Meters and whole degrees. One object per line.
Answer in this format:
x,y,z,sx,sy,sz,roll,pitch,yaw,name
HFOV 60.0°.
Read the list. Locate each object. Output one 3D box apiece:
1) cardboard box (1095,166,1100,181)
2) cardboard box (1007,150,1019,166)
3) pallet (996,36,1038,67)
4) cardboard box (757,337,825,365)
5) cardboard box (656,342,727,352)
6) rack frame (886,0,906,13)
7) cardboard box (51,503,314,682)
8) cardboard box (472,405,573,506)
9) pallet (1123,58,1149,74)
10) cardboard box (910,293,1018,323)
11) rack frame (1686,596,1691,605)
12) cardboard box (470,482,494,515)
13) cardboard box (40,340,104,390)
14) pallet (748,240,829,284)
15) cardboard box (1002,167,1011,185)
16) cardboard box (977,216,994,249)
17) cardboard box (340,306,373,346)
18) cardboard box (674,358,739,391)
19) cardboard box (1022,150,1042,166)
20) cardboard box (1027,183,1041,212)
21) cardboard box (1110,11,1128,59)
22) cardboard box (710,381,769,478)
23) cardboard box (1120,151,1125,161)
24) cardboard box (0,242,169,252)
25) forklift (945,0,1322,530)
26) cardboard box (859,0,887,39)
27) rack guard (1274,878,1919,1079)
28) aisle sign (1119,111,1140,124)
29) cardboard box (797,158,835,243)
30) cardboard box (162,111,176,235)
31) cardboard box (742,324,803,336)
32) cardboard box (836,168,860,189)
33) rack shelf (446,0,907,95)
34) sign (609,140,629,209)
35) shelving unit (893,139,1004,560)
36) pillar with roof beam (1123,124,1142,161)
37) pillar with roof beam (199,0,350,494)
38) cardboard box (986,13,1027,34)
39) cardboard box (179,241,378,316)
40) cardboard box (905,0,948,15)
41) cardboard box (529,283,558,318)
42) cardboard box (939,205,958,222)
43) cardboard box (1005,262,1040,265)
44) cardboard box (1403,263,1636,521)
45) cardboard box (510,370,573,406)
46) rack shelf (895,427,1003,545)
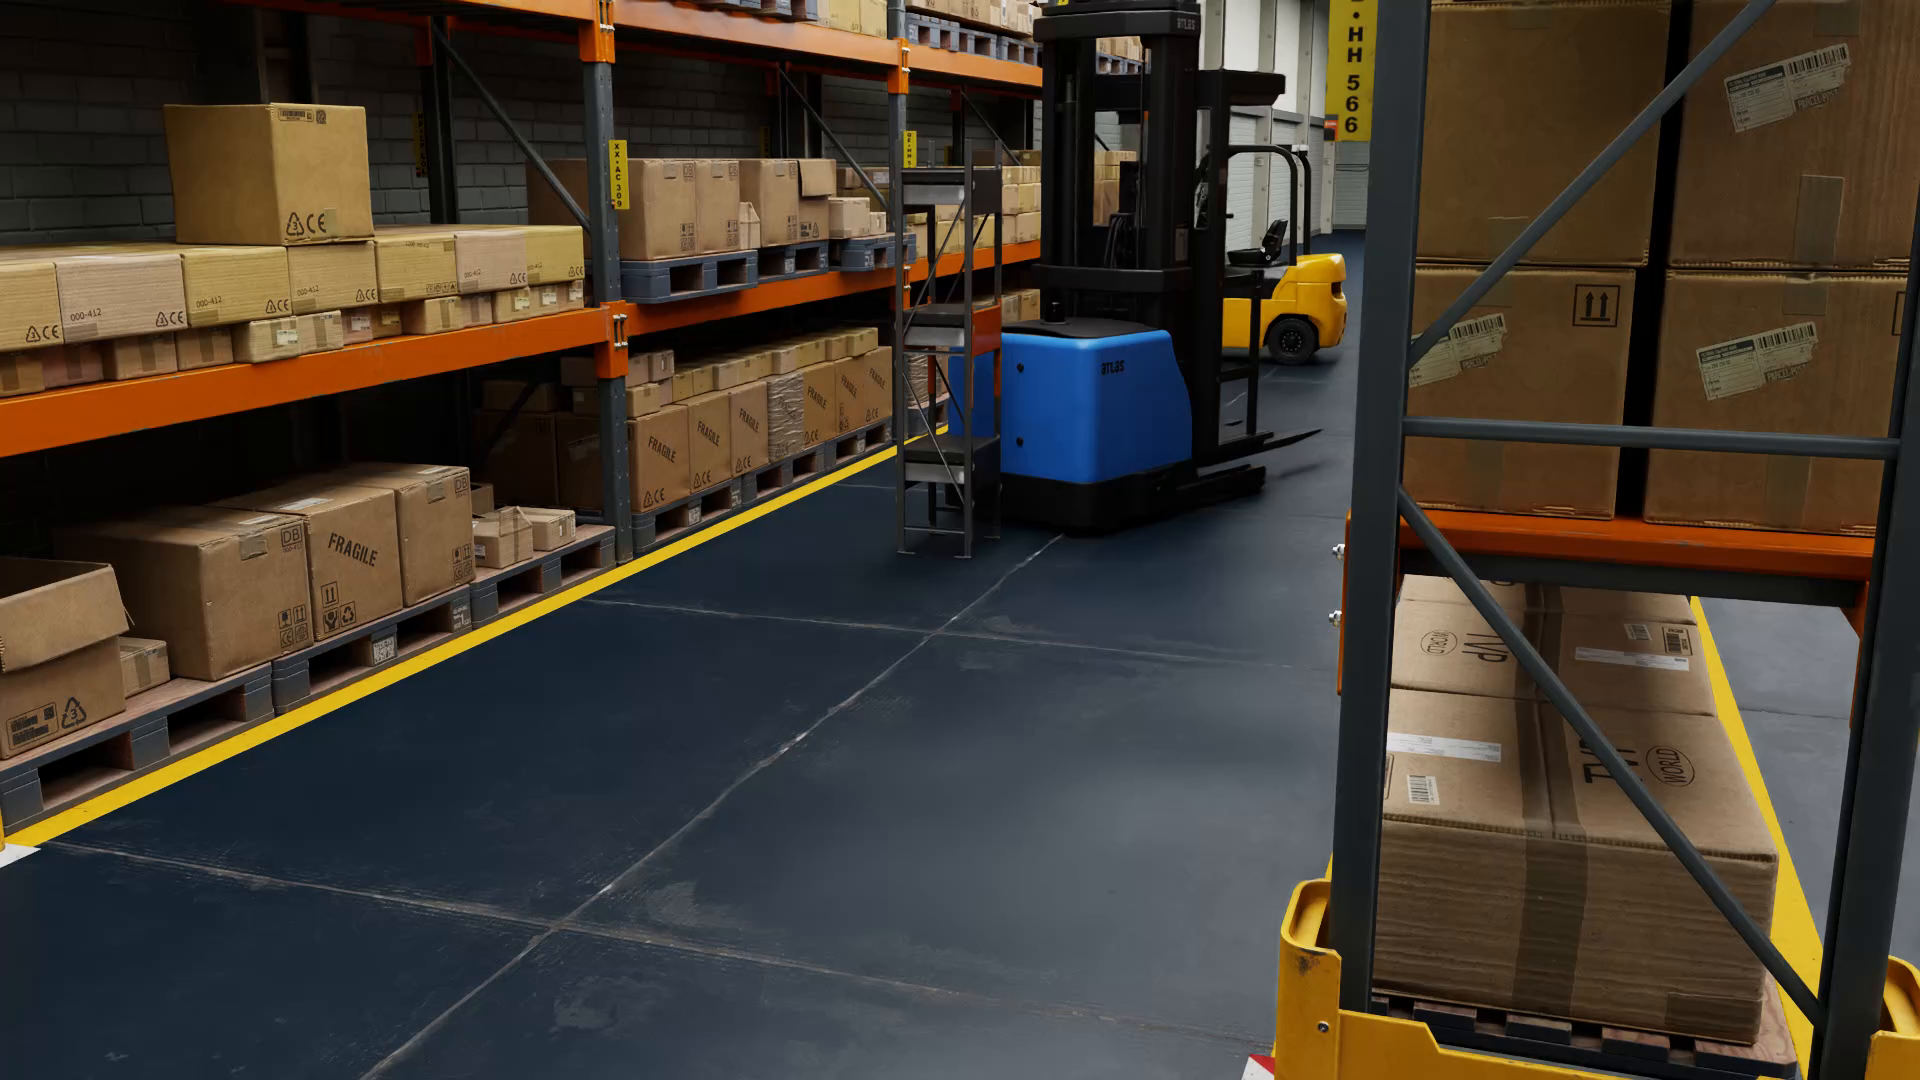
1.216,-3.744,16.969,0.380,0.149,0.250,4,13,17,cardboard box
0.361,-3.712,16.162,0.380,0.149,0.250,4,13,17,cardboard box
0.150,-4.246,14.539,0.805,0.209,1.217,4,13,16,pallet
-1.106,-1.237,10.884,0.380,0.149,0.250,5,14,20,cardboard box
-1.703,-1.160,10.546,0.380,0.149,0.250,4,14,19,cardboard box
-0.871,-5.146,11.312,1.000,3.000,0.127,4,14,18,rack frame
-2.859,0.178,6.142,0.700,0.500,0.500,5,14,21,cardboard box
-2.286,-0.490,9.068,0.500,0.500,0.500,4,14,18,cardboard box
1.464,-5.178,18.392,1.003,0.211,1.213,4,14,18,pallet
0.006,-1.837,14.689,0.875,0.625,0.625,4,14,18,cardboard box
2.532,-1.023,6.728,1.000,3.000,0.127,4,14,18,rack frame
-2.603,-0.151,8.007,0.500,0.311,0.500,5,14,20,cardboard box
-3.003,-0.579,5.347,0.380,0.149,0.250,4,14,18,cardboard box
-1.496,-1.718,10.206,1.003,0.211,1.213,4,14,18,pallet
0.223,-3.122,14.242,0.380,0.149,0.250,4,13,17,cardboard box
0.000,-2.548,13.746,0.500,0.250,0.500,5,14,20,cardboard box
-2.546,-0.848,6.526,0.380,0.149,0.250,4,14,18,cardboard box
-1.517,-0.965,9.692,0.380,0.149,0.250,4,14,18,cardboard box
0.807,-3.619,15.754,0.380,0.149,0.250,5,14,20,cardboard box
0.506,-3.112,15.097,0.500,0.250,0.500,4,13,17,cardboard box
1.379,-5.351,17.558,0.700,0.500,0.500,4,14,19,cardboard box
-1.467,-0.669,9.850,0.500,0.500,0.500,4,13,17,cardboard box
1.561,-4.104,17.878,0.380,0.149,0.250,5,14,20,cardboard box
-3.229,-0.937,6.022,0.500,0.250,0.500,5,14,20,cardboard box
1.238,-1.751,10.074,1.130,2.935,3.031,10,16,38,forklift
-0.808,-3.485,11.113,0.500,0.250,0.500,4,13,17,cardboard box
1.230,1.043,3.294,1.175,0.500,0.348,4,14,18,rack guard
2.016,-5.166,19.038,0.394,0.787,0.004,4,14,18,aisle sign
-1.224,-2.120,10.357,0.797,0.503,0.637,4,13,17,cardboard box
-2.899,-1.522,6.900,0.500,0.500,0.500,4,13,17,cardboard box
-1.335,-1.436,11.756,0.380,0.149,0.250,5,14,21,cardboard box
-0.958,-2.669,12.260,0.380,0.149,0.250,5,14,20,cardboard box
-1.518,-2.912,9.881,1.077,0.370,4.000,4,14,18,rack shelf
-1.650,-1.764,8.029,0.100,0.325,0.005,4,14,18,sign
-0.054,-0.989,8.602,0.431,2.100,0.503,4,14,18,shelving unit
6.654,-7.702,22.511,9.100,9.000,0.400,4,14,18,pillar with roof beam
0.830,-3.912,5.906,9.100,9.000,0.400,4,14,18,pillar with roof beam
0.354,-4.404,14.196,0.380,0.149,0.250,4,14,18,cardboard box
-2.589,-1.007,6.329,0.500,0.250,0.500,4,13,17,cardboard box
-0.406,-4.121,12.168,0.500,0.500,0.500,4,14,19,cardboard box
-2.093,-1.115,7.697,0.380,0.149,0.250,5,14,20,cardboard box
-0.333,-2.573,12.735,0.500,0.250,0.500,5,14,20,cardboard box
0.725,-2.746,17.267,0.500,0.250,0.500,4,14,19,cardboard box
1.144,-0.350,3.555,0.500,0.500,0.500,4,14,19,cardboard box
-2.239,-0.836,9.124,0.380,0.149,0.250,4,14,18,cardboard box
-0.054,-0.293,8.760,0.431,0.518,0.480,4,14,18,rack shelf
